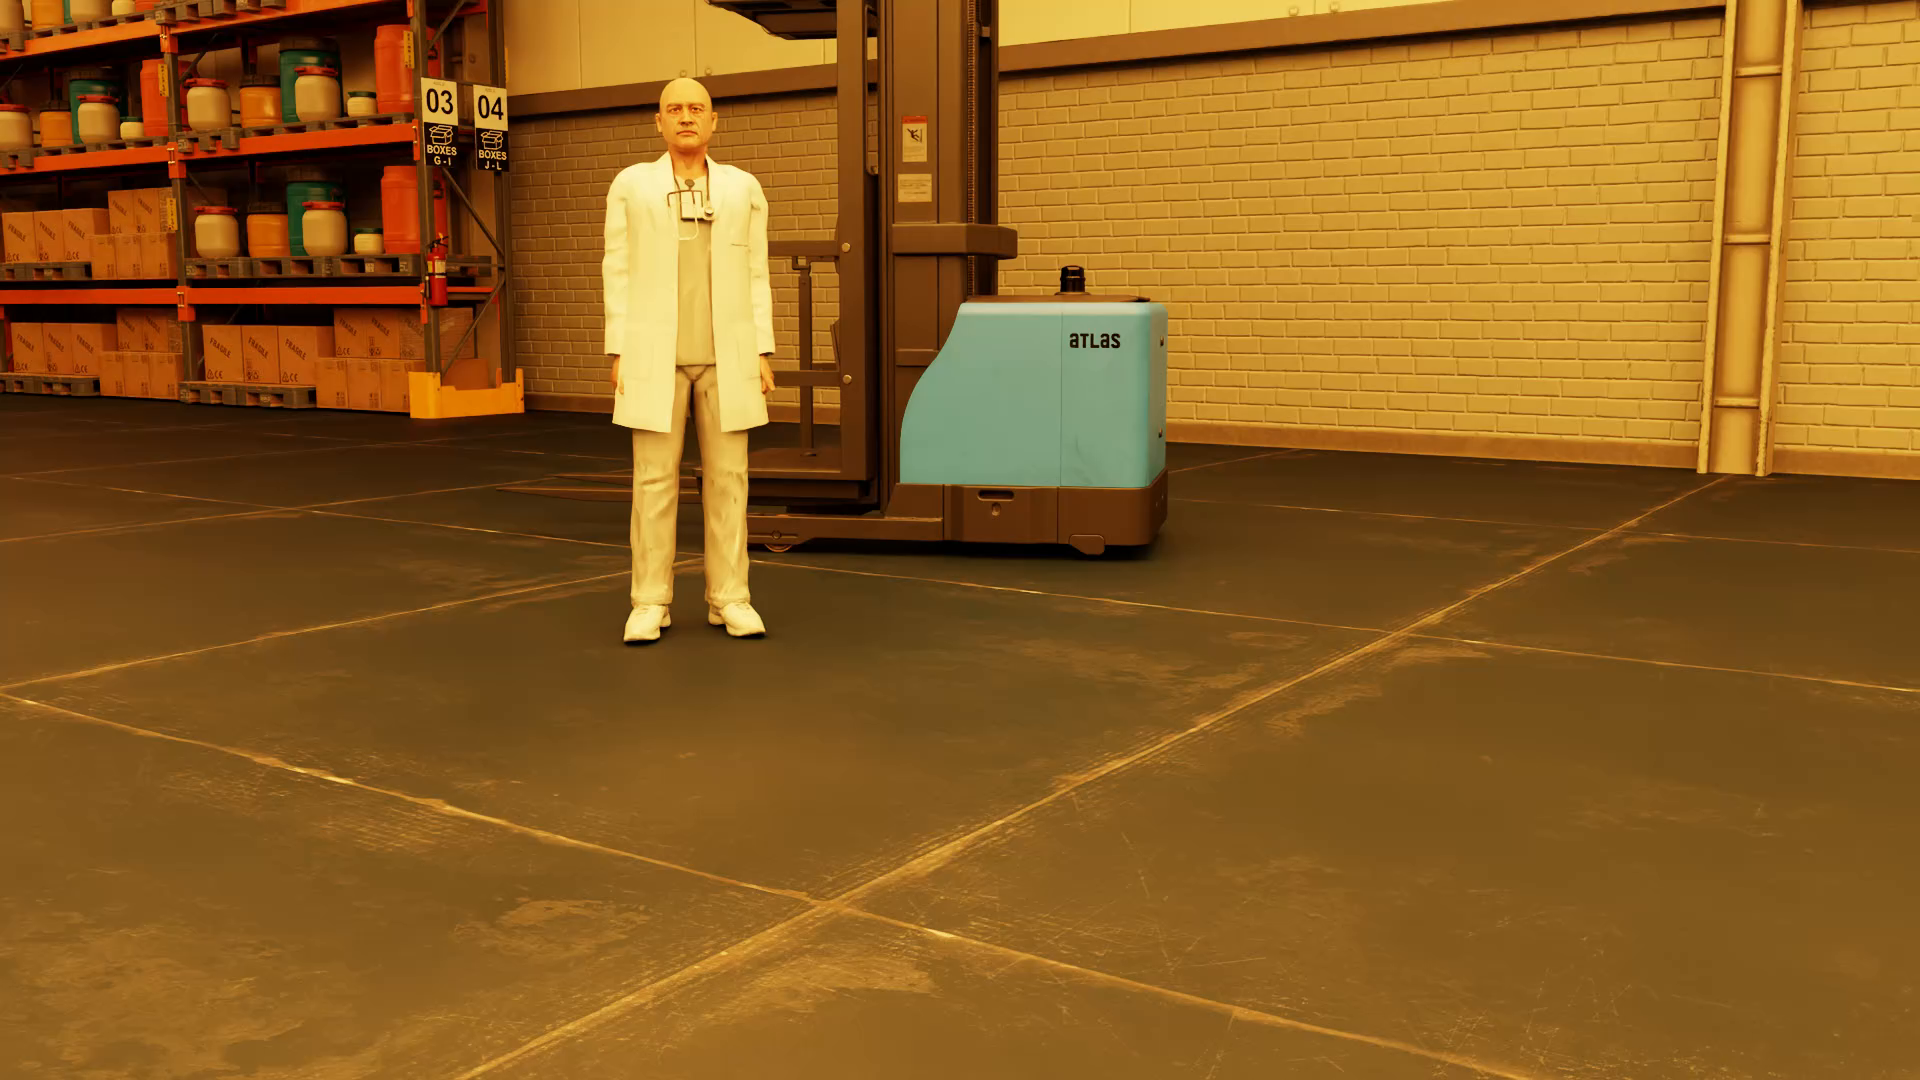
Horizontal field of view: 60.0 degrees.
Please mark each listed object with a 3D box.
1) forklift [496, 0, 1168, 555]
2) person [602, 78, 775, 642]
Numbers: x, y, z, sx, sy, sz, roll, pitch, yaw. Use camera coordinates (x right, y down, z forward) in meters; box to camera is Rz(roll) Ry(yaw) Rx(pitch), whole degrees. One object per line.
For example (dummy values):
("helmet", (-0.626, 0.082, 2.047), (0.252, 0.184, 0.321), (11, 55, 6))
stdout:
("forklift", (-0.596, -1.469, 7.520), (3.031, 2.935, 1.130), (2, 8, 12))
("person", (-0.858, -0.578, 5.346), (0.550, 1.781, 0.392), (-2, 8, -16))
